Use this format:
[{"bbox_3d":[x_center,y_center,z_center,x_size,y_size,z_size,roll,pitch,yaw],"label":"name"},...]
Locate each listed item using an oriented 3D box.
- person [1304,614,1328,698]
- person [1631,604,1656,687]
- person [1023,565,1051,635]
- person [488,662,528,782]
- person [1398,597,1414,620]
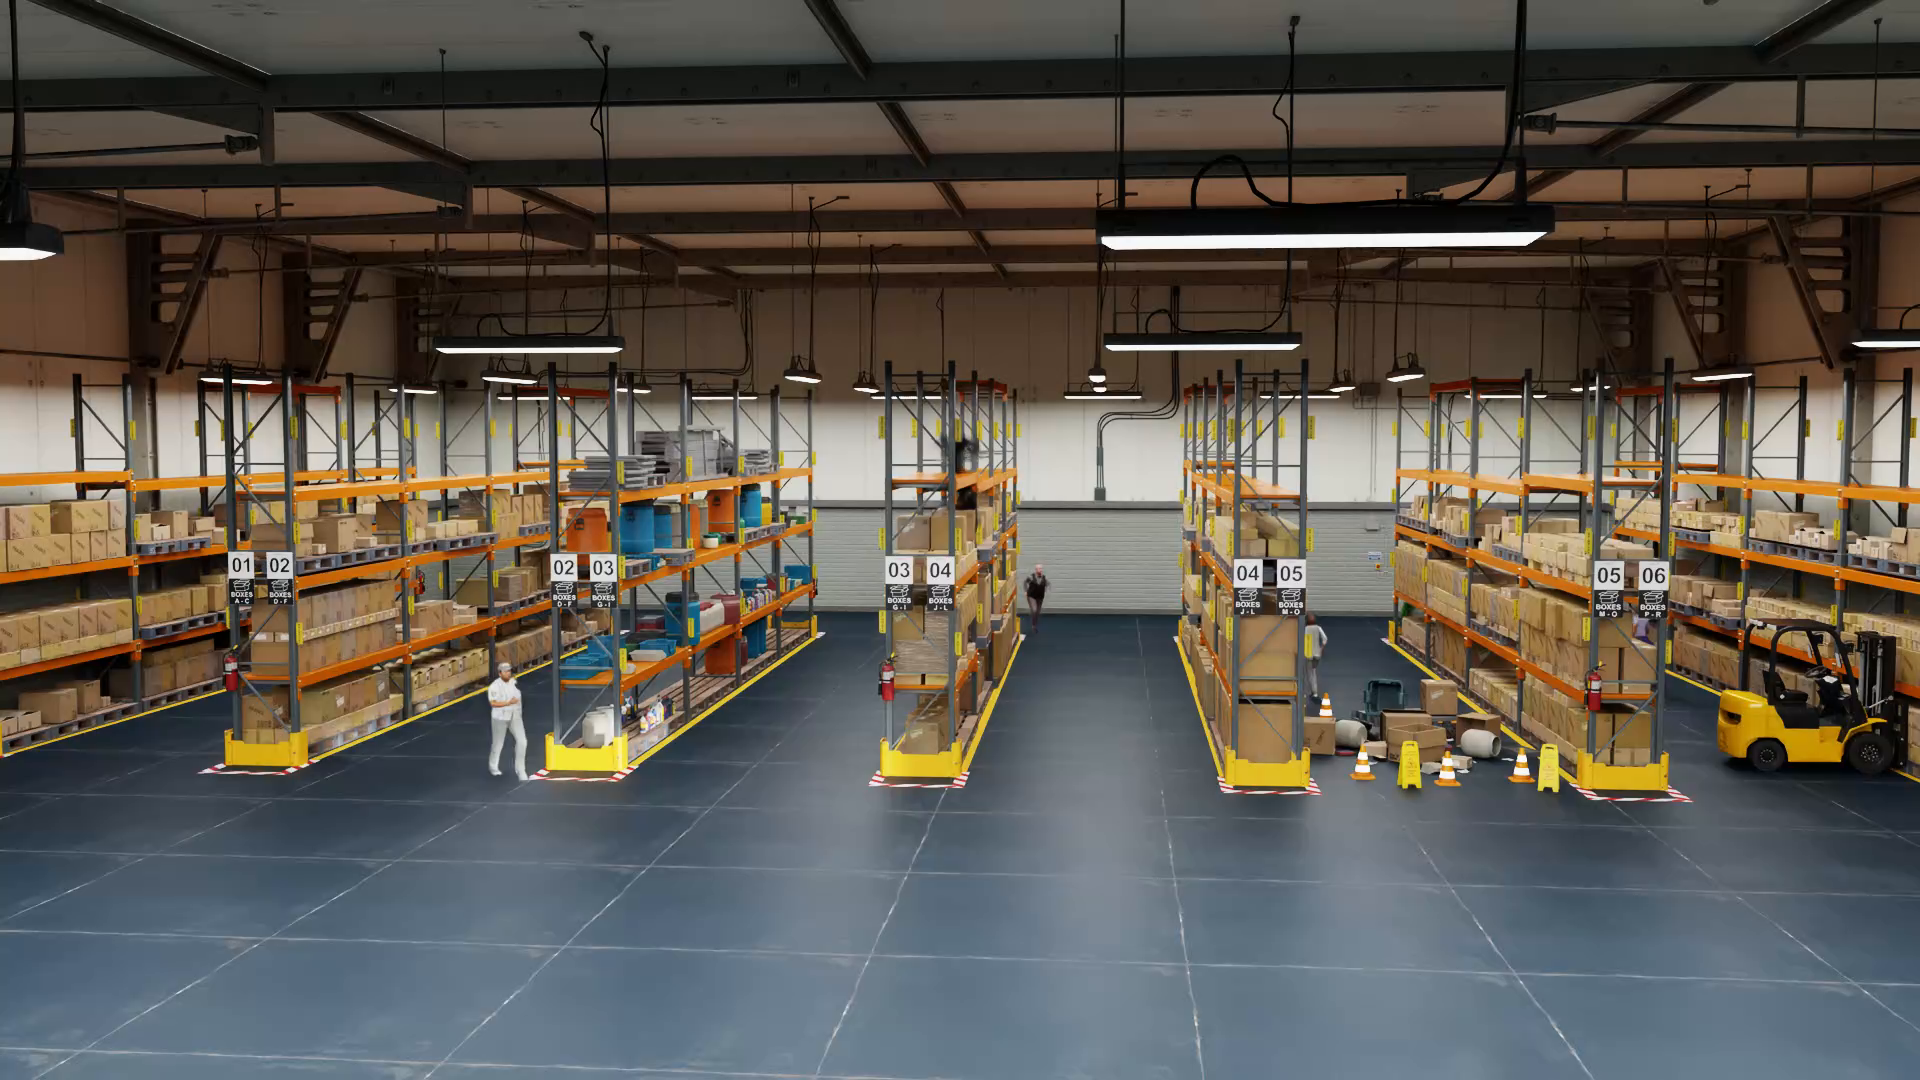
[{"bbox_3d":[6.579,2.179,31.061,0.480,1.595,0.753,0,4,-7],"label":"person"},{"bbox_3d":[13.184,2.077,32.217,0.608,1.640,0.956,-1,4,-14],"label":"person"},{"bbox_3d":[1.904,1.443,40.867,0.625,1.699,0.966,-1,4,-15],"label":"person"},{"bbox_3d":[-6.509,2.605,23.845,0.559,1.722,0.759,-3,5,-39],"label":"person"},{"bbox_3d":[10.871,1.506,40.197,0.712,1.707,0.648,1,4,12],"label":"person"}]
